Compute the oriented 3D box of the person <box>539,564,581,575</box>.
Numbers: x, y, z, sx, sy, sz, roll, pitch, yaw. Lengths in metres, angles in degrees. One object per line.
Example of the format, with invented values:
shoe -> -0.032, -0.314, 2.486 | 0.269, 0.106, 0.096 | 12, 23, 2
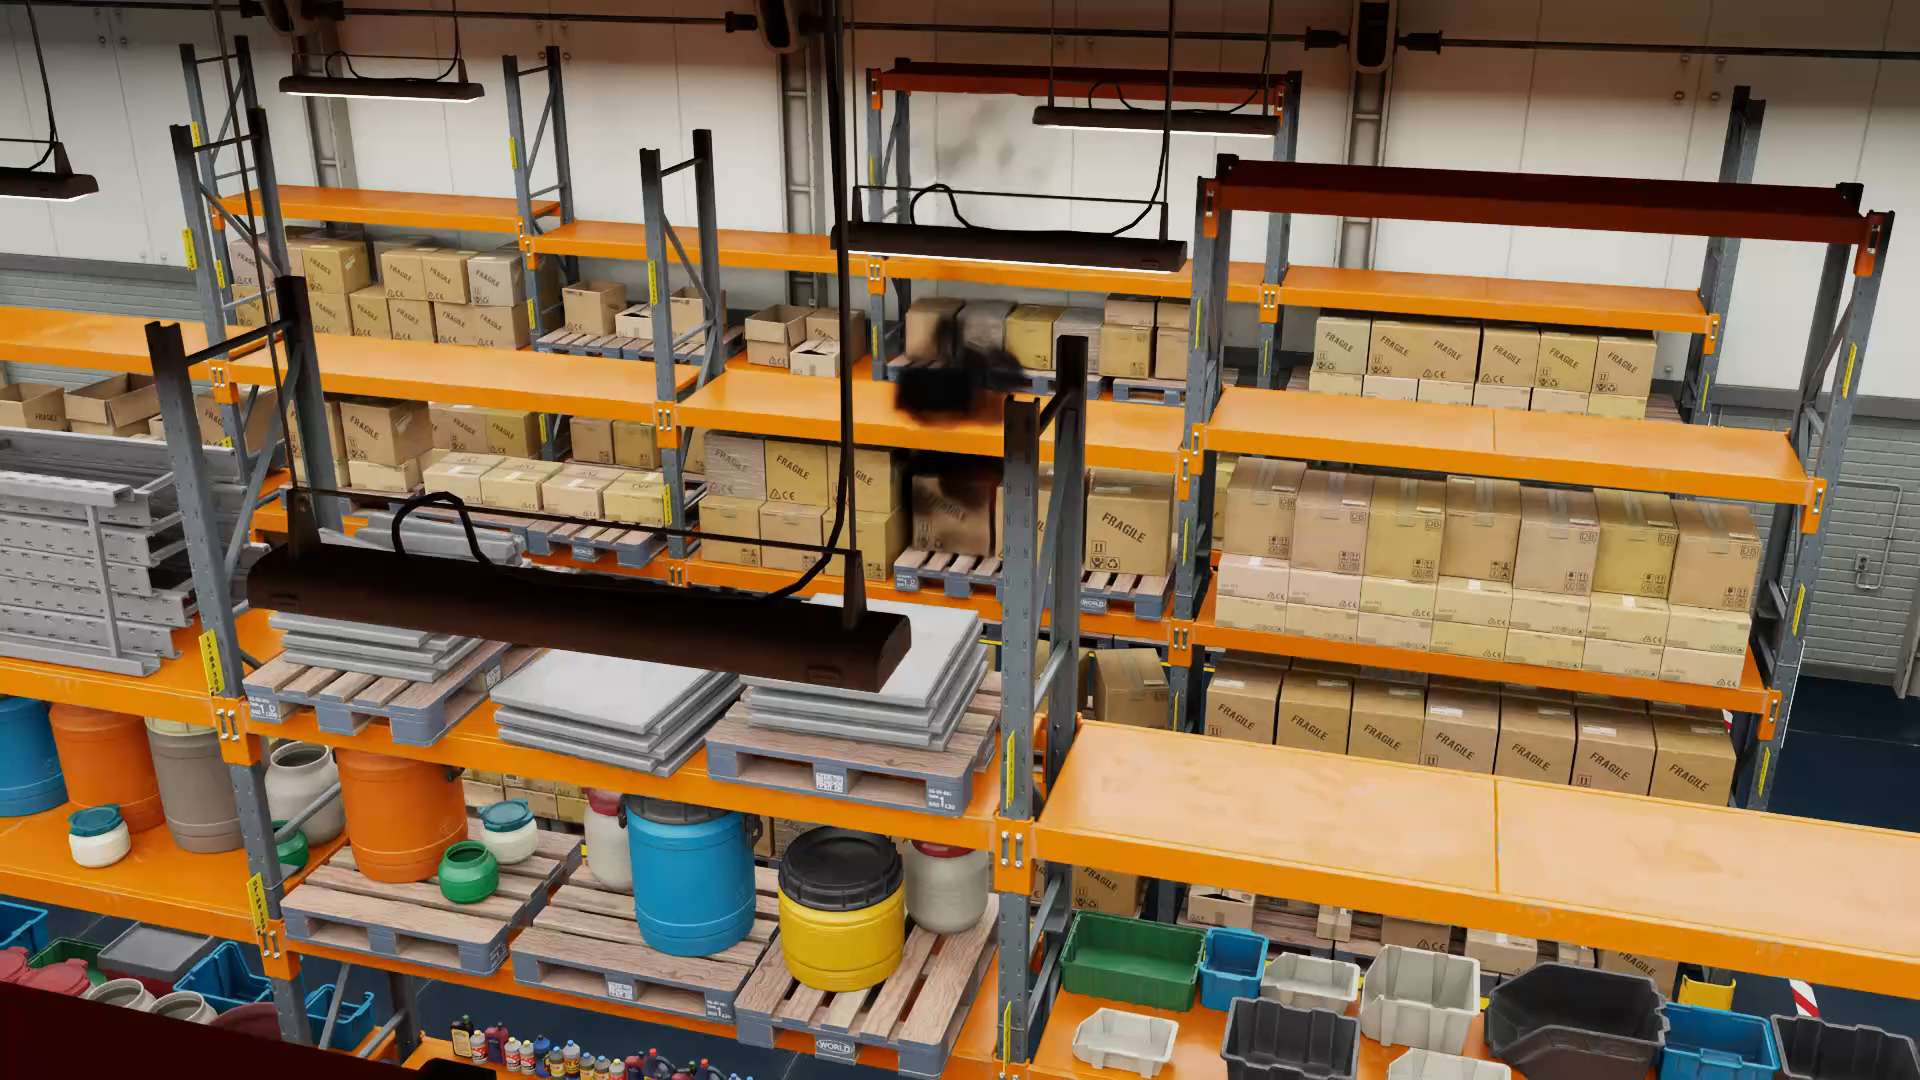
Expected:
person -> -4.072, 0.726, 16.758 | 0.757, 1.750, 0.664 | 3, 23, 7
